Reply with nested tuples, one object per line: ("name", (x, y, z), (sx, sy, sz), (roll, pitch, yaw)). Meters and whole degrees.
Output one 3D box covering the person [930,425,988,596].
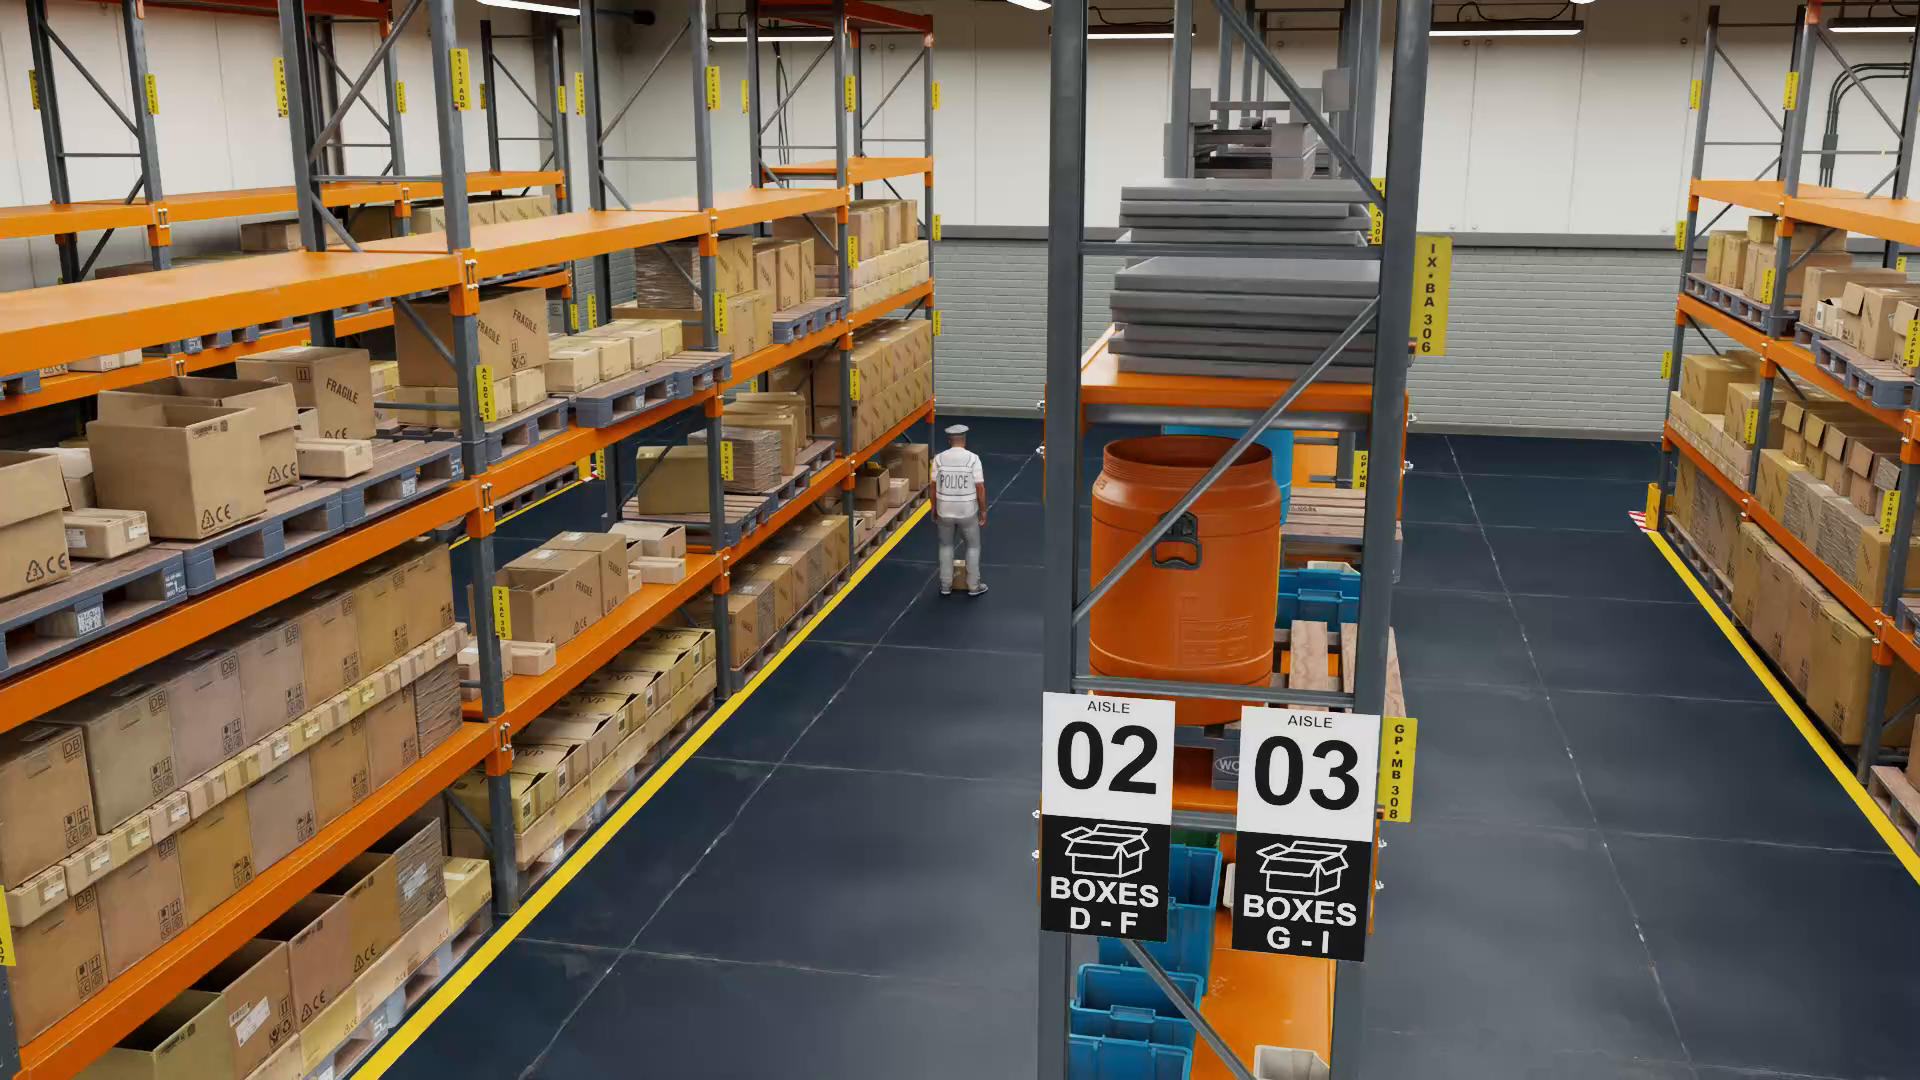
("person", (-0.023, -0.294, 17.125), (0.585, 1.748, 0.432), (3, 15, 11))
